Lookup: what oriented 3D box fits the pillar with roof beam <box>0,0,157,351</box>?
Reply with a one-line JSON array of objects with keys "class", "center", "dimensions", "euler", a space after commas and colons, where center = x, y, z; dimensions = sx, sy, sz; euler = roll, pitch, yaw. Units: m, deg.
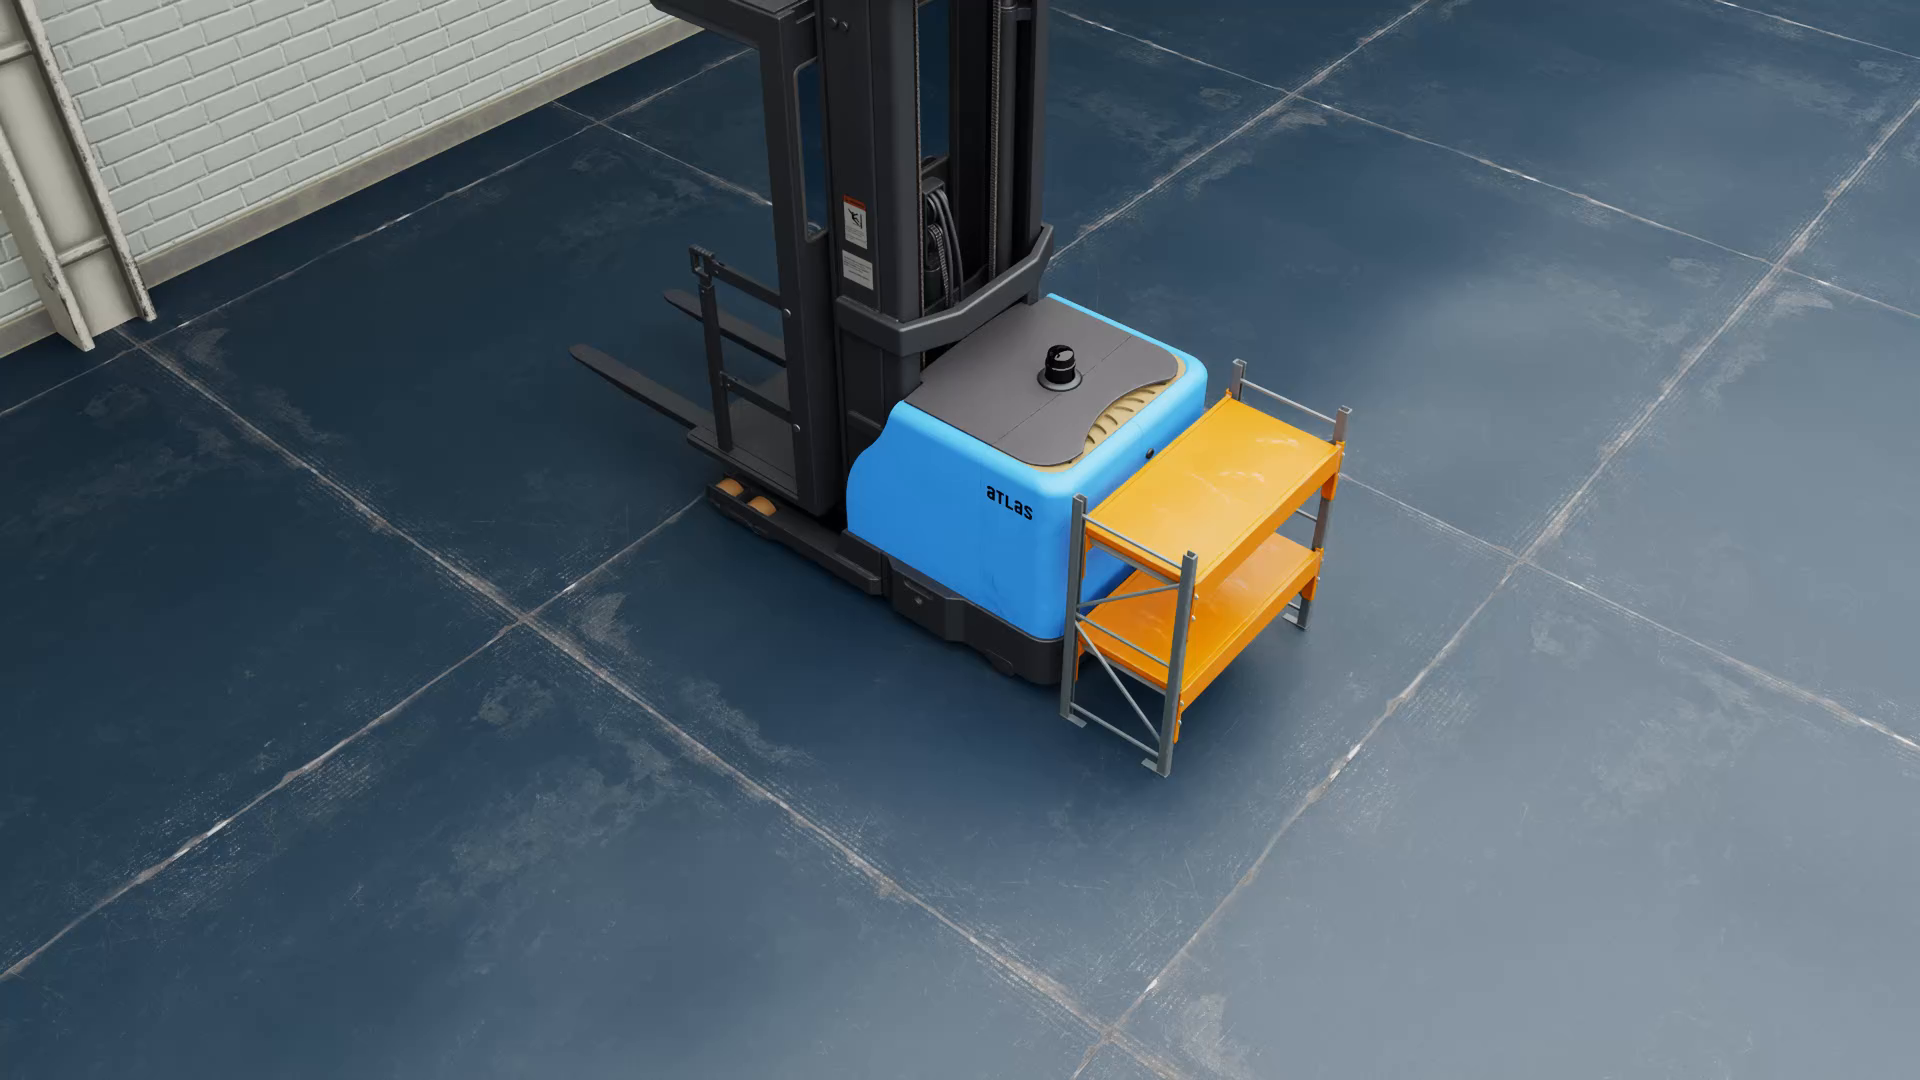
[{"class": "pillar with roof beam", "center": [-1.053, -2.570, 3.388], "dimensions": [9.100, 9.000, 0.400], "euler": [29, 50, 28]}]

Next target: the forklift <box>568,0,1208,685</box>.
[{"class": "forklift", "center": [-0.486, -1.353, 6.560], "dimensions": [3.031, 2.935, 1.130], "euler": [29, 50, 28]}]

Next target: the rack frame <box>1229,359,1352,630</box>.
[{"class": "rack frame", "center": [1.239, -0.161, 6.591], "dimensions": [0.500, 1.125, 0.032], "euler": [29, 50, 28]}]

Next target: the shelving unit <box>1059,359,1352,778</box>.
[{"class": "shelving unit", "center": [0.915, 0.103, 6.301], "dimensions": [0.538, 1.125, 1.048], "euler": [29, 50, 28]}]

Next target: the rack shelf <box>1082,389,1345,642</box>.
[{"class": "rack shelf", "center": [0.915, -0.114, 6.104], "dimensions": [0.538, 0.278, 1.000], "euler": [29, 50, 28]}]

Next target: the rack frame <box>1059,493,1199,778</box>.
[{"class": "rack frame", "center": [0.591, 0.366, 6.011], "dimensions": [0.500, 1.125, 0.032], "euler": [29, 50, 28]}]

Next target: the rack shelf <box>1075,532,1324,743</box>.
[{"class": "rack shelf", "center": [0.915, 0.284, 6.466], "dimensions": [0.538, 0.278, 1.000], "euler": [29, 50, 28]}]
